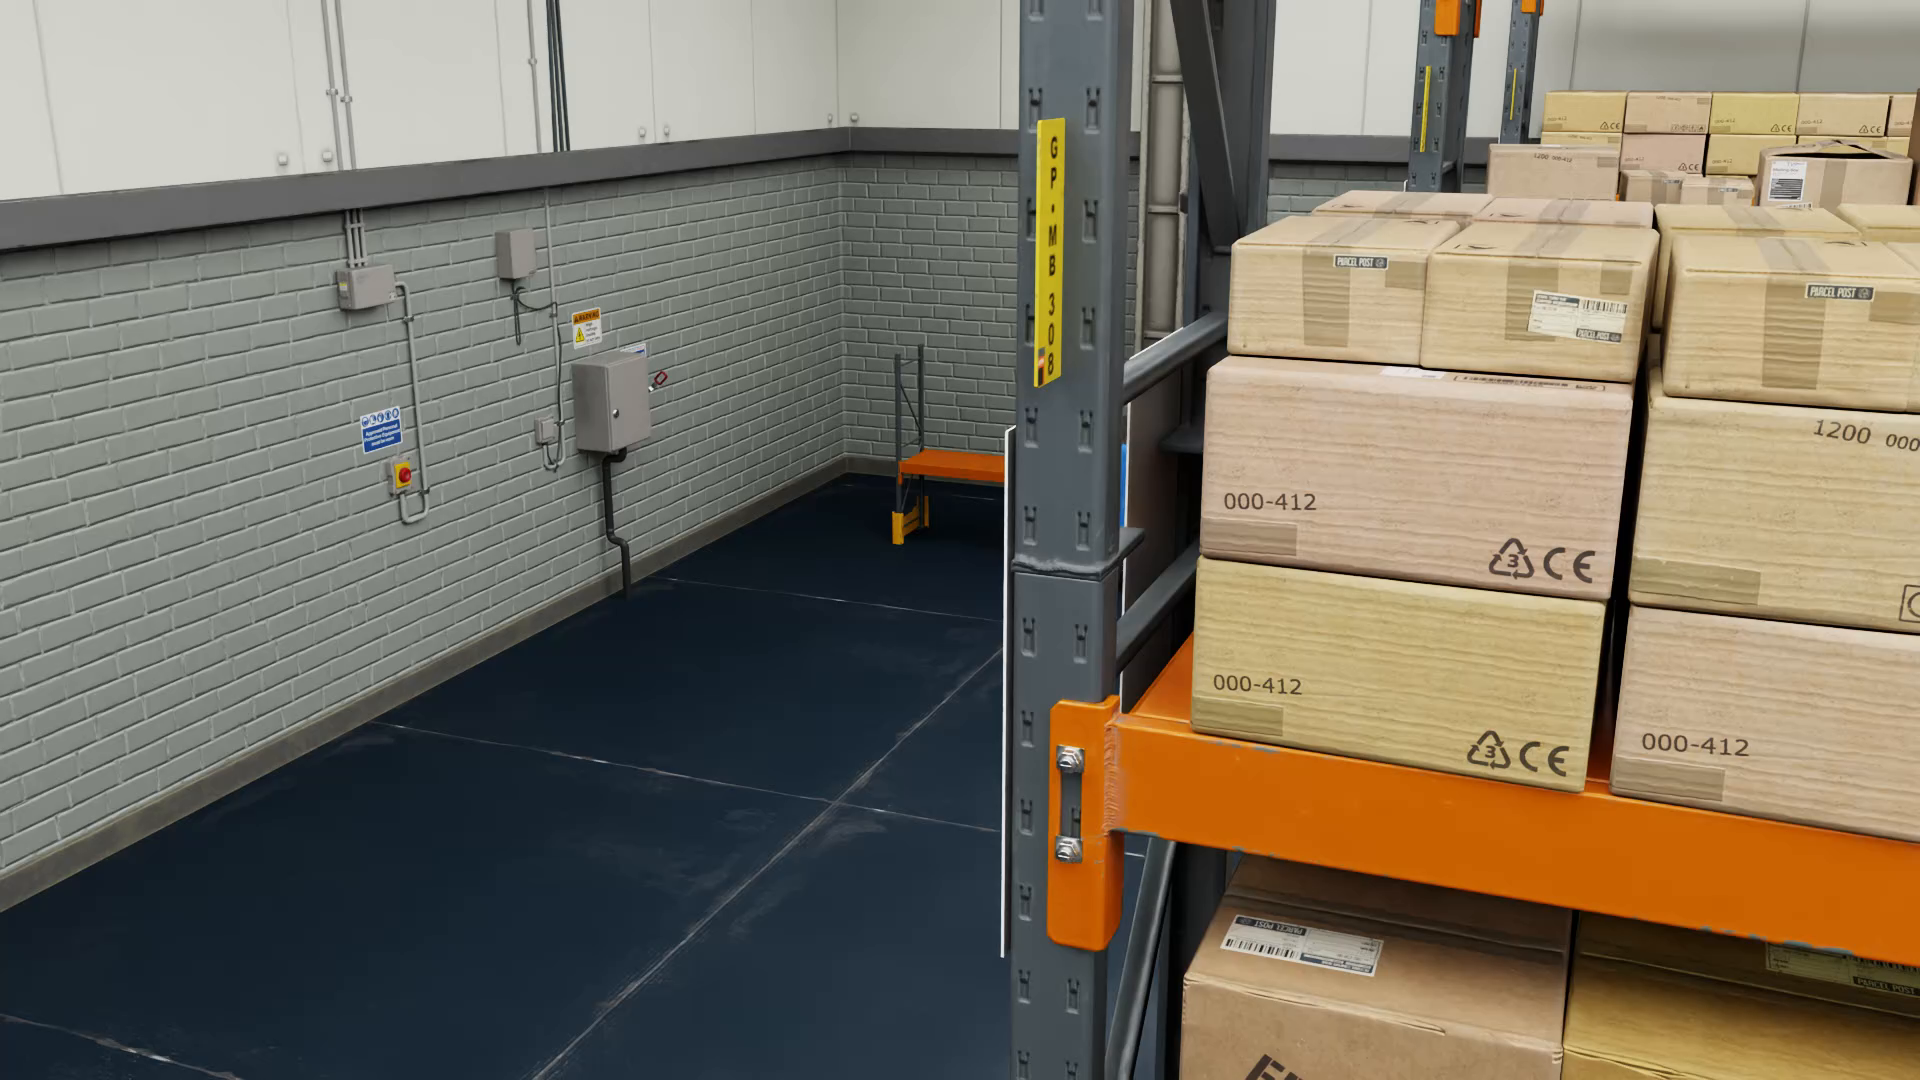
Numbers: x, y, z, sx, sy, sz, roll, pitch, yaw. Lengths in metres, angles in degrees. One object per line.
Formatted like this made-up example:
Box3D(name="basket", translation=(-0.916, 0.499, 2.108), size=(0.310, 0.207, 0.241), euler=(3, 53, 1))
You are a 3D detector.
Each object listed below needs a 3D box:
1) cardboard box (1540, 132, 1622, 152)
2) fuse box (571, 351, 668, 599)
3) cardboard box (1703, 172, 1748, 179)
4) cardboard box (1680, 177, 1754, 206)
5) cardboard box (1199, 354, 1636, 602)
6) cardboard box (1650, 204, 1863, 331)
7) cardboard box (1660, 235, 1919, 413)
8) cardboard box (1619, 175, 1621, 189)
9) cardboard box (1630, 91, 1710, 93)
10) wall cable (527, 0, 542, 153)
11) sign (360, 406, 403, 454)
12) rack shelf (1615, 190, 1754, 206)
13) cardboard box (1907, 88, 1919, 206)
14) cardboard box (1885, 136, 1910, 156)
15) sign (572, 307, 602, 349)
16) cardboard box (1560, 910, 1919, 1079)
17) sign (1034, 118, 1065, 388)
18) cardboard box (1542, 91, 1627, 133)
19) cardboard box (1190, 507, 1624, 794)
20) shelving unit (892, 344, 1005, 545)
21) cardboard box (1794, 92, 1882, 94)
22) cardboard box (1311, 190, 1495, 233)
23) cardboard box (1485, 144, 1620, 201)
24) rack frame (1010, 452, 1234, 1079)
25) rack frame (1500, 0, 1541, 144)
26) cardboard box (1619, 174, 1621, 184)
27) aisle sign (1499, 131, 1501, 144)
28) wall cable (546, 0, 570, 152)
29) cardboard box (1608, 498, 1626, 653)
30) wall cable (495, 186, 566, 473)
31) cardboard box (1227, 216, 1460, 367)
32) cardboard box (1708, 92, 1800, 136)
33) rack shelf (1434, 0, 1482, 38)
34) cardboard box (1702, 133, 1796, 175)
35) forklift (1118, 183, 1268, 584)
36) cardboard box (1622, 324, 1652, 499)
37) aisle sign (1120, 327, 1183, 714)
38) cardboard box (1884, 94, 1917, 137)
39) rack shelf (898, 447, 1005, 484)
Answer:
Box3D(name="cardboard box", translation=(4.165, -2.617, 11.162), size=(0.500, 0.250, 0.500), euler=(6, 17, 20))
Box3D(name="fuse box", translation=(-2.313, -0.416, 11.536), size=(0.414, 1.711, 0.539), euler=(6, 17, 21))
Box3D(name="cardboard box", translation=(4.990, -2.321, 10.858), size=(0.250, 0.149, 0.380), euler=(6, 17, 20))
Box3D(name="cardboard box", translation=(2.962, -1.332, 6.521), size=(0.250, 0.149, 0.380), euler=(7, 18, 23))
Box3D(name="cardboard box", translation=(0.635, -0.135, 2.250), size=(0.500, 0.250, 0.500), euler=(7, 17, 22))
Box3D(name="cardboard box", translation=(1.162, -0.405, 2.466), size=(0.250, 0.149, 0.380), euler=(6, 17, 19))
Box3D(name="cardboard box", translation=(0.986, -0.270, 2.000), size=(0.250, 0.149, 0.380), euler=(6, 17, 21))
Box3D(name="cardboard box", translation=(4.549, -2.398, 11.123), size=(0.250, 0.149, 0.380), euler=(6, 17, 21))
Box3D(name="cardboard box", translation=(4.852, -2.946, 11.401), size=(0.500, 0.250, 0.500), euler=(6, 17, 19))
Box3D(name="wall cable", translation=(-3.082, -3.518, 9.152), size=(0.029, 3.000, 2.355), euler=(6, 17, 21))
Box3D(name="sign", translation=(-3.294, -0.628, 9.472), size=(0.001, 0.218, 0.327), euler=(6, 17, 21))
Box3D(name="rack shelf", translation=(5.713, -2.112, 10.978), size=(4.000, 0.370, 1.077), euler=(6, 17, 21))
Box3D(name="cardboard box", translation=(3.855, -1.427, 6.216), size=(0.500, 0.500, 0.500), euler=(7, 17, 22))
Box3D(name="cardboard box", translation=(6.073, -2.414, 10.463), size=(0.500, 0.250, 0.500), euler=(7, 17, 22))
Box3D(name="sign", translation=(-2.526, -1.438, 11.265), size=(0.001, 0.242, 0.339), euler=(6, 17, 21))
Box3D(name="cardboard box", translation=(1.104, 0.854, 2.345), size=(0.500, 0.500, 0.500), euler=(7, 18, 22))
Box3D(name="sign", translation=(0.113, -0.359, 2.082), size=(0.005, 0.325, 0.100), euler=(6, 17, 21))
Box3D(name="cardboard box", translation=(4.173, -2.862, 11.112), size=(0.500, 0.250, 0.500), euler=(6, 17, 20))
Box3D(name="cardboard box", translation=(0.636, 0.104, 2.323), size=(0.500, 0.250, 0.500), euler=(7, 18, 23))
Box3D(name="shelving unit", translation=(0.071, -0.712, 12.938), size=(1.083, 1.500, 0.587), euler=(6, 17, 21))
Box3D(name="cardboard box", translation=(5.791, -2.838, 11.029), size=(0.500, 0.250, 0.500), euler=(6, 17, 21))
Box3D(name="cardboard box", translation=(0.729, -0.482, 2.730), size=(0.250, 0.149, 0.380), euler=(6, 17, 20))
Box3D(name="cardboard box", translation=(2.486, -1.529, 7.017), size=(0.500, 0.250, 0.500), euler=(5, 17, 16))
Box3D(name="rack frame", translation=(0.312, 1.360, 3.107), size=(0.127, 3.000, 1.000), euler=(6, 17, 21))
Box3D(name="rack frame", translation=(3.852, -4.102, 11.164), size=(0.127, 3.000, 1.000), euler=(6, 17, 21))
Box3D(name="cardboard box", translation=(4.503, -2.557, 11.673), size=(0.250, 0.149, 0.380), euler=(7, 17, 22))
Box3D(name="aisle sign", translation=(3.681, -2.401, 11.400), size=(0.004, 0.787, 0.394), euler=(6, 17, 21))
Box3D(name="wall cable", translation=(-2.025, -4.255, 11.623), size=(0.133, 3.039, 2.988), euler=(6, 17, 21))
Box3D(name="cardboard box", translation=(0.832, -0.030, 2.786), size=(0.500, 0.250, 0.500), euler=(6, 17, 19))
Box3D(name="wall cable", translation=(-2.710, -1.361, 10.661), size=(0.122, 1.984, 0.588), euler=(6, 17, 21))
Box3D(name="cardboard box", translation=(0.530, -0.347, 2.267), size=(0.250, 0.149, 0.380), euler=(6, 17, 20))
Box3D(name="cardboard box", translation=(5.112, -2.758, 10.751), size=(0.500, 0.250, 0.500), euler=(6, 17, 20))
Box3D(name="rack shelf", translation=(3.895, -2.073, 6.180), size=(4.000, 0.370, 1.077), euler=(6, 17, 21))
Box3D(name="cardboard box", translation=(5.117, -2.514, 10.809), size=(0.500, 0.250, 0.500), euler=(6, 17, 19))
Box3D(name="forklift", translation=(2.358, -1.071, 11.605), size=(3.031, 2.935, 1.130), euler=(5, 17, 17))
Box3D(name="cardboard box", translation=(0.834, -0.267, 2.705), size=(0.500, 0.250, 0.500), euler=(6, 17, 19))
Box3D(name="aisle sign", translation=(0.354, 0.027, 3.039), size=(0.004, 0.787, 0.394), euler=(6, 17, 21))
Box3D(name="cardboard box", translation=(6.072, -2.657, 10.403), size=(0.500, 0.250, 0.500), euler=(7, 17, 22))
Box3D(name="rack shelf", translation=(0.079, -0.539, 12.985), size=(1.000, 0.185, 0.538), euler=(6, 17, 21))
